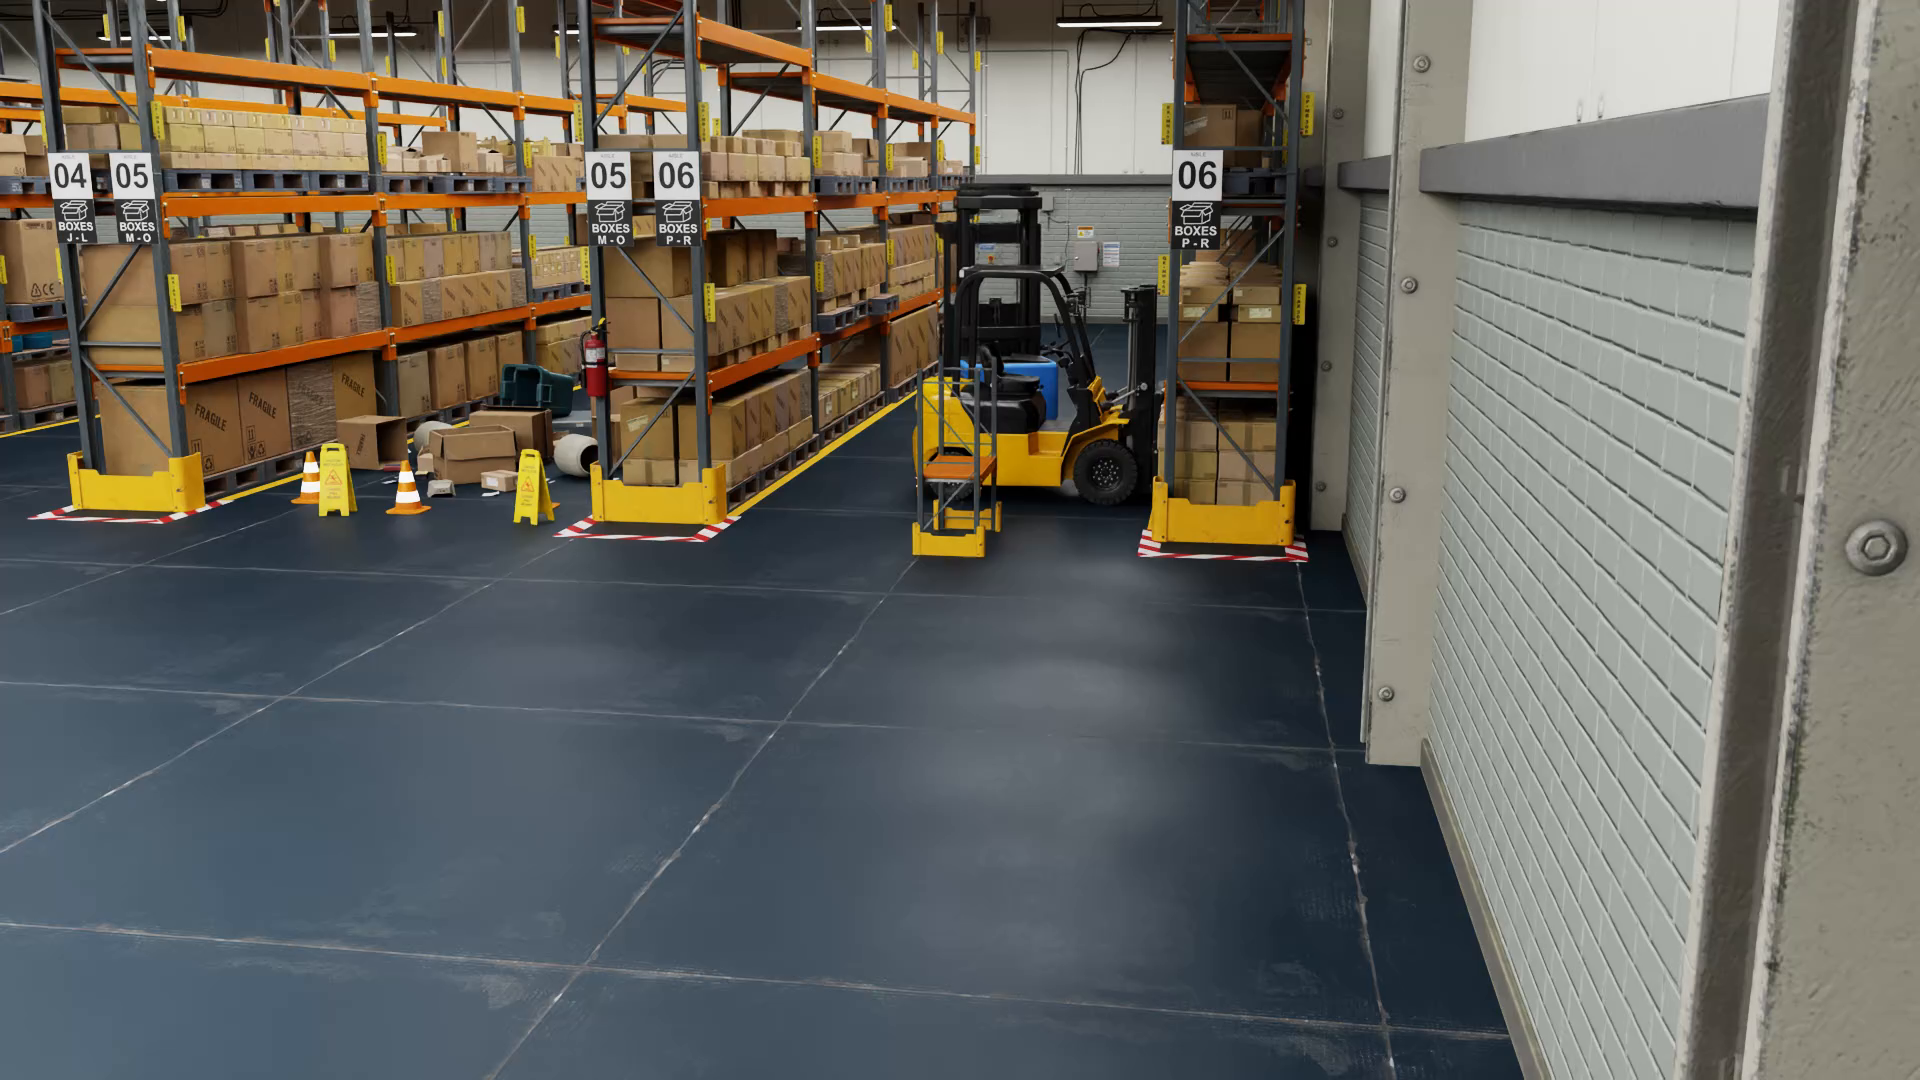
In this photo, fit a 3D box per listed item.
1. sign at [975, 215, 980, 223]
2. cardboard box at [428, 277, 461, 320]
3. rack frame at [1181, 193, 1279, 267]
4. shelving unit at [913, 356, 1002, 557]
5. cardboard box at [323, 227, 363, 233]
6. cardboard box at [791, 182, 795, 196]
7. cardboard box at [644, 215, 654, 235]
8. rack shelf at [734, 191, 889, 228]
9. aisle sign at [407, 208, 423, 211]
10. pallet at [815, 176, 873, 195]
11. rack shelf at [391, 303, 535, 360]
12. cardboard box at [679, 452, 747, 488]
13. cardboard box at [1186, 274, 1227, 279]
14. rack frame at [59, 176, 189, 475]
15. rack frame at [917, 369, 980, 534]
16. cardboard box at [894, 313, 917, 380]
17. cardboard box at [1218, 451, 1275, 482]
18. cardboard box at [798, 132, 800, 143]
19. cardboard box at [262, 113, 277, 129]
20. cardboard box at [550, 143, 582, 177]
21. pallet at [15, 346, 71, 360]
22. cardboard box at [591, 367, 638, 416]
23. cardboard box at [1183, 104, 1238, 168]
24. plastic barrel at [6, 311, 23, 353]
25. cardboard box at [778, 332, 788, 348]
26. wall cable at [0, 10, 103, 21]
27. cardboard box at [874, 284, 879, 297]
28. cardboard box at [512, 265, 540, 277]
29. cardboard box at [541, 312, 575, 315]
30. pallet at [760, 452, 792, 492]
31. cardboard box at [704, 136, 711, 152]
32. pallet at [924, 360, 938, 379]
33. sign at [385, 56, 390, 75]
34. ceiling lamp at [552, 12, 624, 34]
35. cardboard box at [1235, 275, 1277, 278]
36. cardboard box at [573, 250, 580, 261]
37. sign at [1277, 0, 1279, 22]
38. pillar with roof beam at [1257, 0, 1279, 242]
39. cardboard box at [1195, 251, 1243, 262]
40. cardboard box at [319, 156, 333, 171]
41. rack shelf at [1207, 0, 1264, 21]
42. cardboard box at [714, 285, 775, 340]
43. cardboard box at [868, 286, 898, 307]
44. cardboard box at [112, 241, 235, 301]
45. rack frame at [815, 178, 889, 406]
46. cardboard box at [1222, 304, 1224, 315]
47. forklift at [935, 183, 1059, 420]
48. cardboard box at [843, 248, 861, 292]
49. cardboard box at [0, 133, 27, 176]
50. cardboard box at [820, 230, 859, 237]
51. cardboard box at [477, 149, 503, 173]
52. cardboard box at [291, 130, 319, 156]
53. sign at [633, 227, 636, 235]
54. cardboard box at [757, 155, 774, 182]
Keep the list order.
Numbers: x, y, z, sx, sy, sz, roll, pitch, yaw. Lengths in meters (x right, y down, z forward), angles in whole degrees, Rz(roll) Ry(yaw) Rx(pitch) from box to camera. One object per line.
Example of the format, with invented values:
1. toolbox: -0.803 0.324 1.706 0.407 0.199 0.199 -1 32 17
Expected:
1. sign: 0.302 -5.629 29.684 0.100 0.325 0.005 2 12 9
2. cardboard box: -6.481 -2.968 20.409 0.500 0.500 0.500 2 12 8
3. rack frame: 2.828 -2.310 17.592 1.000 3.000 0.127 2 12 9
4. shelving unit: -0.012 -0.717 13.762 0.587 1.500 1.083 2 12 9
5. cardboard box: -10.313 -4.987 27.882 0.500 0.500 0.500 2 12 9
6. cardboard box: -1.950 -3.688 17.464 0.380 0.149 0.250 2 12 9
7. cardboard box: -5.379 -5.152 27.464 0.500 0.500 0.500 2 12 7
8. rack shelf: -1.770 -4.001 20.026 1.077 0.370 4.000 2 12 9
9. aisle sign: -10.309 -6.585 31.256 0.394 0.787 0.004 2 12 9
10. pallet: -1.720 -4.186 19.621 1.213 0.211 1.003 2 12 9
11. rack shelf: -6.676 -2.674 20.989 1.077 0.370 4.000 2 12 9
12. cardboard box: -2.295 -0.657 15.454 0.500 0.250 0.500 2 12 8
13. cardboard box: 2.290 -2.390 15.478 0.380 0.149 0.250 2 12 9
14. rack frame: -7.599 -1.777 15.117 1.000 3.000 0.127 2 12 9
15. rack frame: -0.091 -0.610 13.262 0.500 1.500 0.032 2 12 9
16. cardboard box: -1.132 -2.796 23.893 0.875 0.875 0.875 2 12 9
17. cardboard box: 2.490 -0.674 14.344 0.500 0.250 0.500 2 12 10
18. cardboard box: -1.979 -4.651 19.505 0.500 0.250 0.500 2 12 10
19. cardboard box: -6.997 -4.141 16.439 0.380 0.149 0.250 2 12 9
20. cardboard box: -6.121 -5.679 24.865 0.797 0.503 0.637 2 12 8
21. pallet: -15.693 -3.094 27.851 1.003 0.211 1.213 2 12 9
22. cardboard box: -3.841 -1.670 18.757 0.500 0.500 0.500 2 12 9
23. cardboard box: 2.040 -3.347 13.811 0.500 0.500 0.500 2 12 11
24. plastic barrel: -15.742 -3.536 27.266 0.600 0.901 0.708 2 12 9
25. cardboard box: -1.978 -2.059 17.023 0.380 0.149 0.250 2 12 8
26. wall cable: -20.811 -10.732 37.816 3.097 2.526 0.112 2 12 9
27. cardboard box: -1.244 -3.197 21.309 0.380 0.149 0.250 2 12 8
28. cardboard box: -6.096 -3.764 23.232 0.380 0.149 0.250 2 12 11
29. cardboard box: -6.208 -3.368 25.660 0.500 0.250 0.500 2 12 10
30. pallet: -2.331 -0.711 16.792 1.003 0.211 1.213 2 12 9
31. cardboard box: -2.413 -3.491 14.656 0.380 0.149 0.250 2 12 8
32. pallet: -0.891 -2.609 25.599 1.003 0.211 1.213 2 12 9
33. sign: -10.571 -8.775 30.758 0.100 0.325 0.005 2 12 9
34. ceiling lamp: -7.106 -11.552 32.380 2.000 3.185 0.800 2 12 9
35. cardboard box: 2.742 -2.373 15.400 0.380 0.149 0.250 2 12 9
36. cardboard box: -5.863 -4.231 24.692 0.380 0.149 0.250 2 12 8
37. sign: 3.992 -6.592 20.629 0.100 0.325 0.005 2 12 9
38. pillar with roof beam: 1.725 -8.412 31.667 9.100 9.000 0.548 2 12 9
39. cardboard box: 3.512 -3.744 23.005 0.797 0.503 0.637 2 12 7
40. cardboard box: -6.840 -3.961 17.497 0.380 0.149 0.250 2 12 9
41. rack shelf: 4.366 -8.597 26.345 1.077 0.370 4.000 2 12 9
42. cardboard box: -2.122 -2.241 16.330 0.500 0.500 0.500 2 12 7
43. cardboard box: -1.138 -3.323 22.649 0.500 0.250 0.500 2 12 8
44. cardboard box: -7.510 -2.571 15.886 0.875 0.550 0.550 2 12 9
45. rack frame: -1.462 -3.303 22.198 1.000 3.000 0.127 2 12 9
46. cardboard box: 2.149 -2.082 14.757 0.380 0.149 0.250 2 12 8
47. forklift: 0.314 -2.546 18.849 1.130 2.935 3.031 -2 12 -9
48. cardboard box: -1.487 -3.272 20.115 0.500 0.500 0.500 1 12 6
49. cardboard box: -11.699 -4.608 19.892 0.797 0.503 0.637 1 12 6
50. cardboard box: -1.641 -3.956 22.621 0.500 0.500 0.500 2 12 7
51. cardboard box: -6.233 -4.892 21.429 0.500 0.311 0.500 2 12 9
52. cardboard box: -6.963 -4.082 17.110 0.500 0.250 0.500 2 12 8
53. sign: -5.204 -4.823 26.507 0.100 0.325 0.005 2 12 9
54. cardboard box: -2.111 -3.591 16.065 0.500 0.250 0.500 2 12 10
